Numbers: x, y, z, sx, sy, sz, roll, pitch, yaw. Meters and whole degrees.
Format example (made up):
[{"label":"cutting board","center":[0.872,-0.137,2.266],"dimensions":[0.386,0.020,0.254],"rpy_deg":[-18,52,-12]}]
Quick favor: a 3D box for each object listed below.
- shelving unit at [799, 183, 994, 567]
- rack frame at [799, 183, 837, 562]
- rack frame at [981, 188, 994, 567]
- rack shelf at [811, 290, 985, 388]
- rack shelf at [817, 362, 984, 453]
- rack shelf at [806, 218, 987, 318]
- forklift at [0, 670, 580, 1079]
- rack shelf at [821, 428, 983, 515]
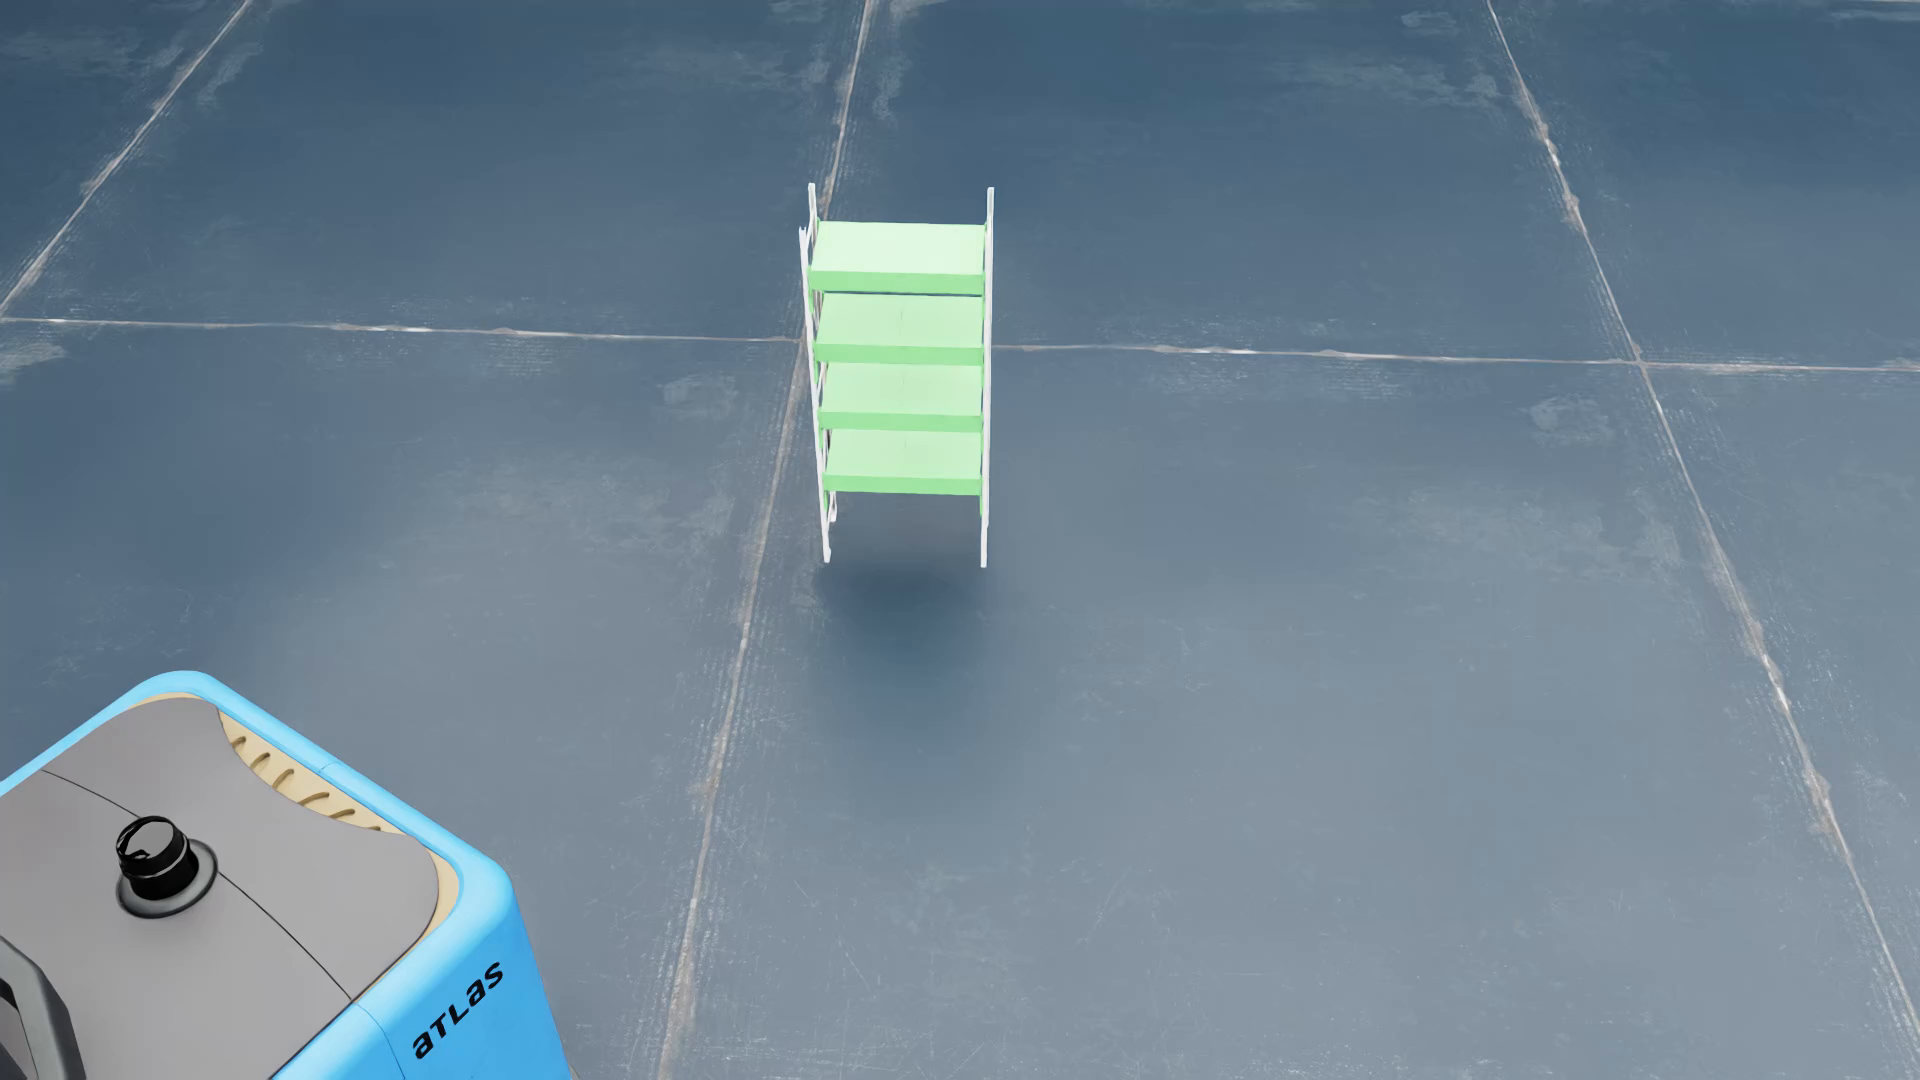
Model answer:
[{"label":"shelving unit","center":[-0.165,-0.444,4.846],"dimensions":[0.503,1.200,0.258],"rpy_deg":[2,43,2]},{"label":"rack frame","center":[-0.409,-0.452,4.855],"dimensions":[0.015,1.200,0.240],"rpy_deg":[2,43,2]},{"label":"rack frame","center":[0.078,-0.437,4.838],"dimensions":[0.015,1.200,0.240],"rpy_deg":[2,43,2]},{"label":"rack shelf","center":[-0.165,-0.573,4.726],"dimensions":[0.480,0.148,0.258],"rpy_deg":[2,43,2]},{"label":"rack shelf","center":[-0.165,-0.397,4.890],"dimensions":[0.480,0.148,0.258],"rpy_deg":[2,43,2]},{"label":"rack shelf","center":[-0.165,-0.749,4.563],"dimensions":[0.480,0.148,0.258],"rpy_deg":[2,43,2]},{"label":"forklift","center":[-2.049,0.971,2.058],"dimensions":[1.130,2.935,3.031],"rpy_deg":[25,48,24]},{"label":"rack shelf","center":[-0.165,-0.222,5.054],"dimensions":[0.480,0.148,0.258],"rpy_deg":[2,43,2]}]
